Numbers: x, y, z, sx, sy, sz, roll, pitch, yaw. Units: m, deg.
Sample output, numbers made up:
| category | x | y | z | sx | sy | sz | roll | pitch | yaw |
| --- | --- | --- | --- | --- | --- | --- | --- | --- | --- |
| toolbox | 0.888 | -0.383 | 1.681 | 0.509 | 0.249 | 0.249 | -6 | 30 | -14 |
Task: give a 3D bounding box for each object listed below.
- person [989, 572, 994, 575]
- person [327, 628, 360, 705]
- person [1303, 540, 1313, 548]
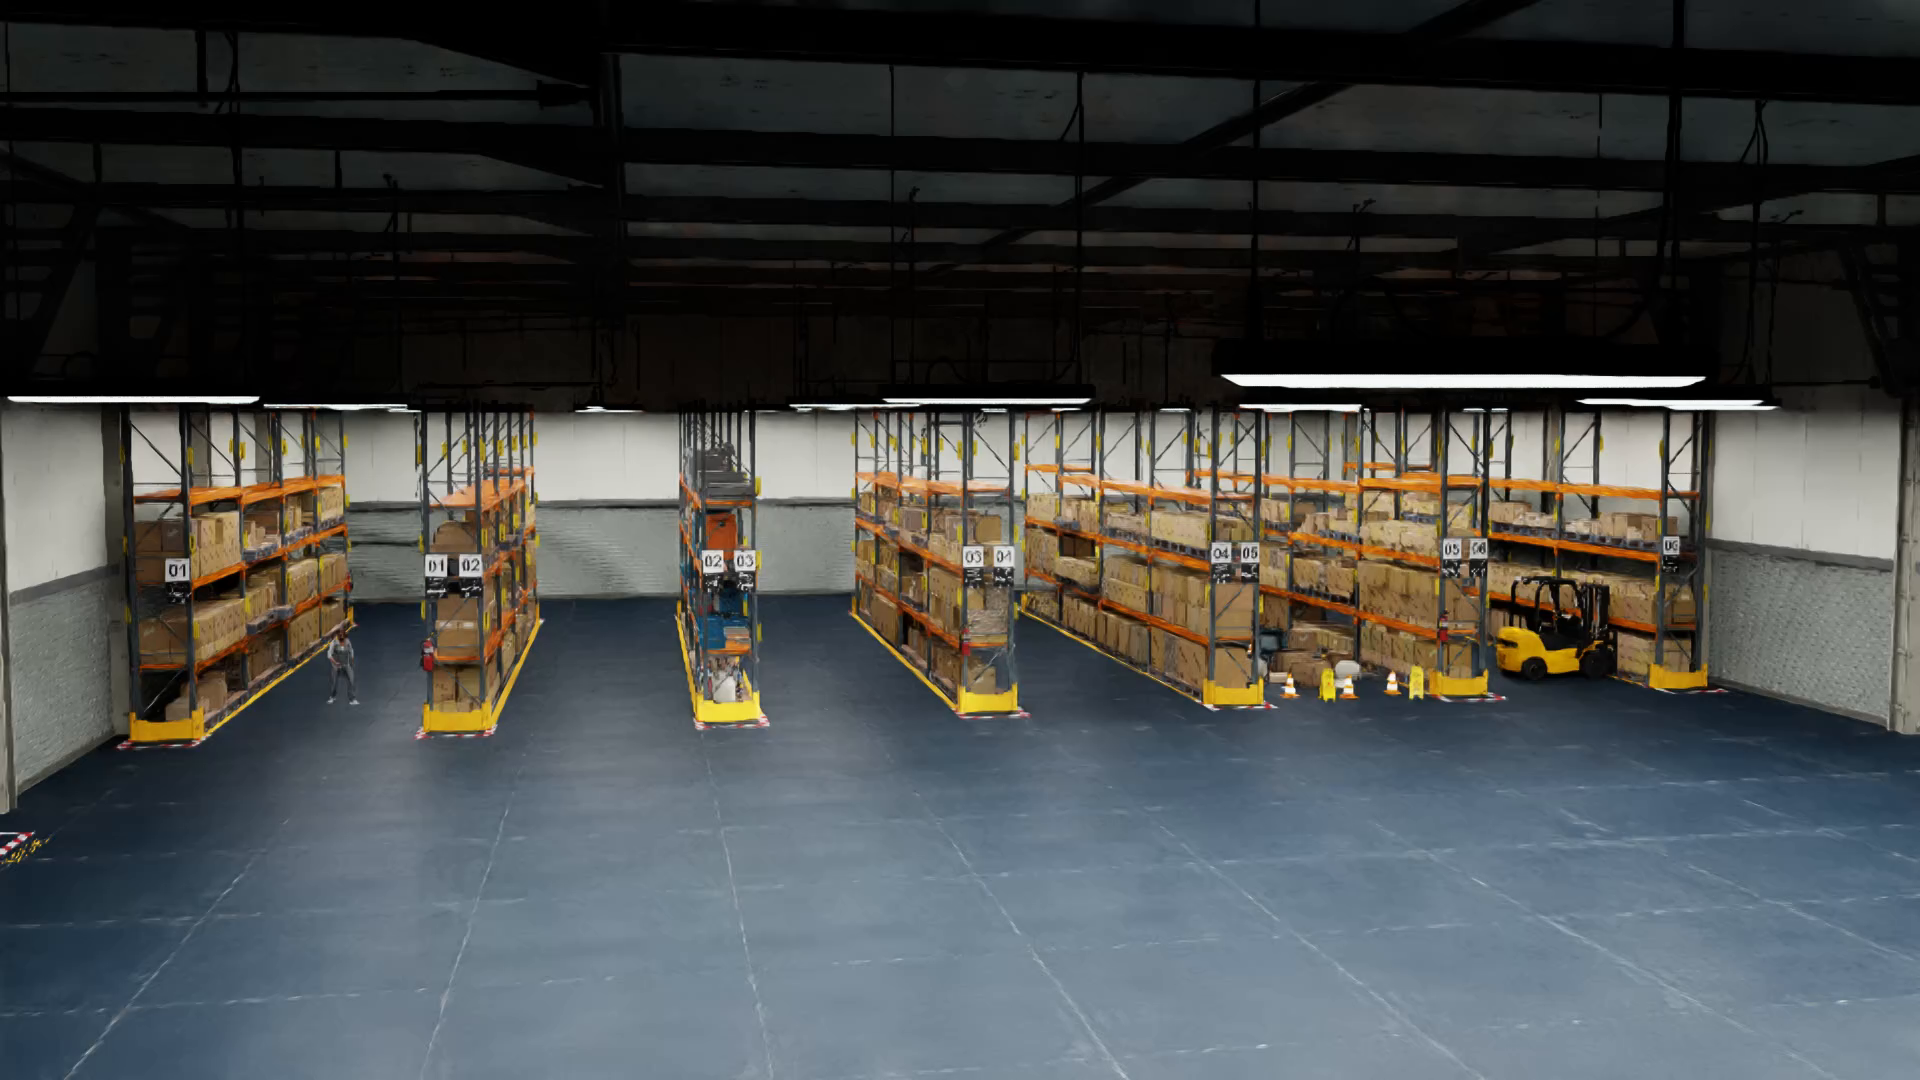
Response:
| category | x | y | z | sx | sy | sz | roll | pitch | yaw |
| --- | --- | --- | --- | --- | --- | --- | --- | --- | --- |
| person | 0.712 | 1.439 | 45.408 | 0.543 | 1.700 | 1.115 | -1 | 4 | -9 |
| person | -12.201 | 2.472 | 32.809 | 0.561 | 1.525 | 0.788 | -2 | 5 | -28 |
| person | 11.169 | 0.815 | 53.706 | 0.635 | 1.722 | 1.046 | 1 | 4 | 9 |
